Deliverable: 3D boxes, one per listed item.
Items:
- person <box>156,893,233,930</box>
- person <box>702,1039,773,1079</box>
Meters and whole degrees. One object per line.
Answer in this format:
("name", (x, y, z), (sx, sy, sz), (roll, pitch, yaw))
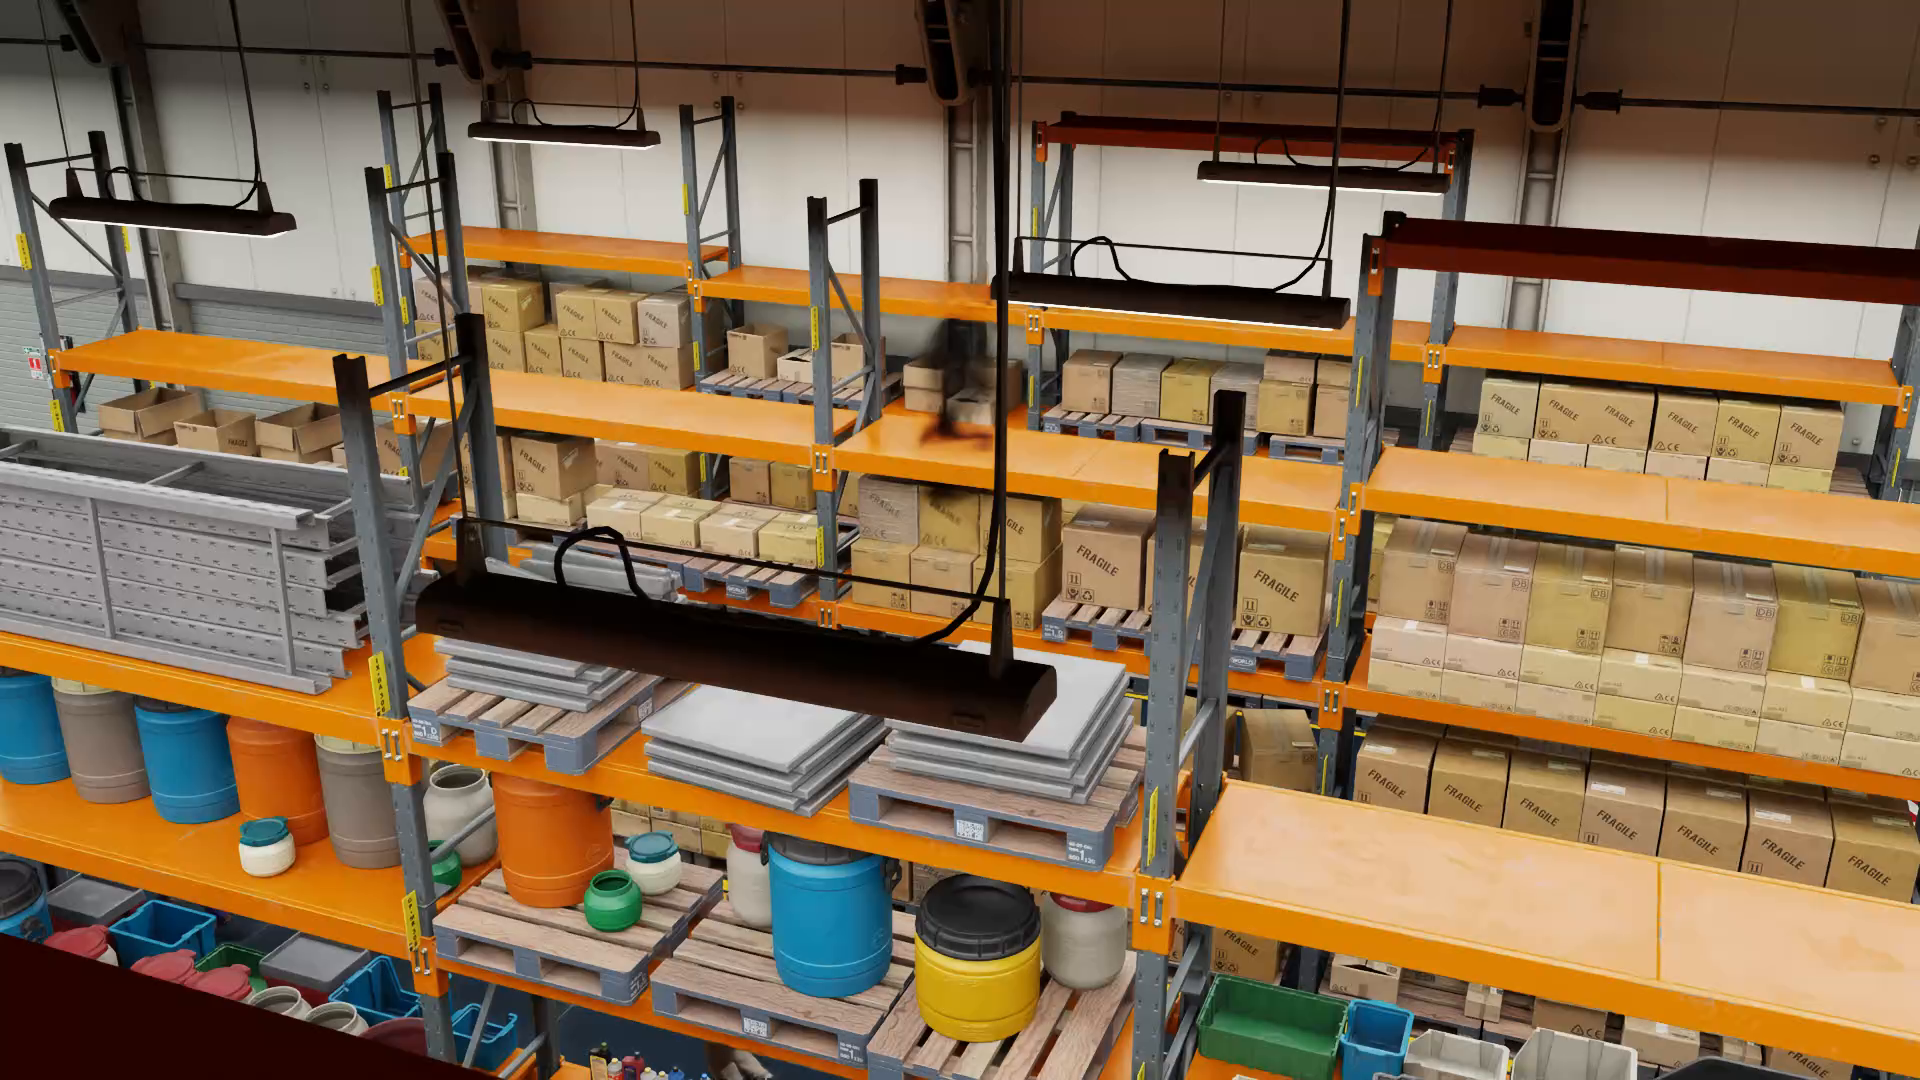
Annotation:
("person", (-6.427, 2.488, 13.631), (0.925, 1.659, 0.601), (6, 22, 15))
("person", (-1.670, 3.258, 11.464), (0.609, 1.691, 0.644), (11, 23, 26))
